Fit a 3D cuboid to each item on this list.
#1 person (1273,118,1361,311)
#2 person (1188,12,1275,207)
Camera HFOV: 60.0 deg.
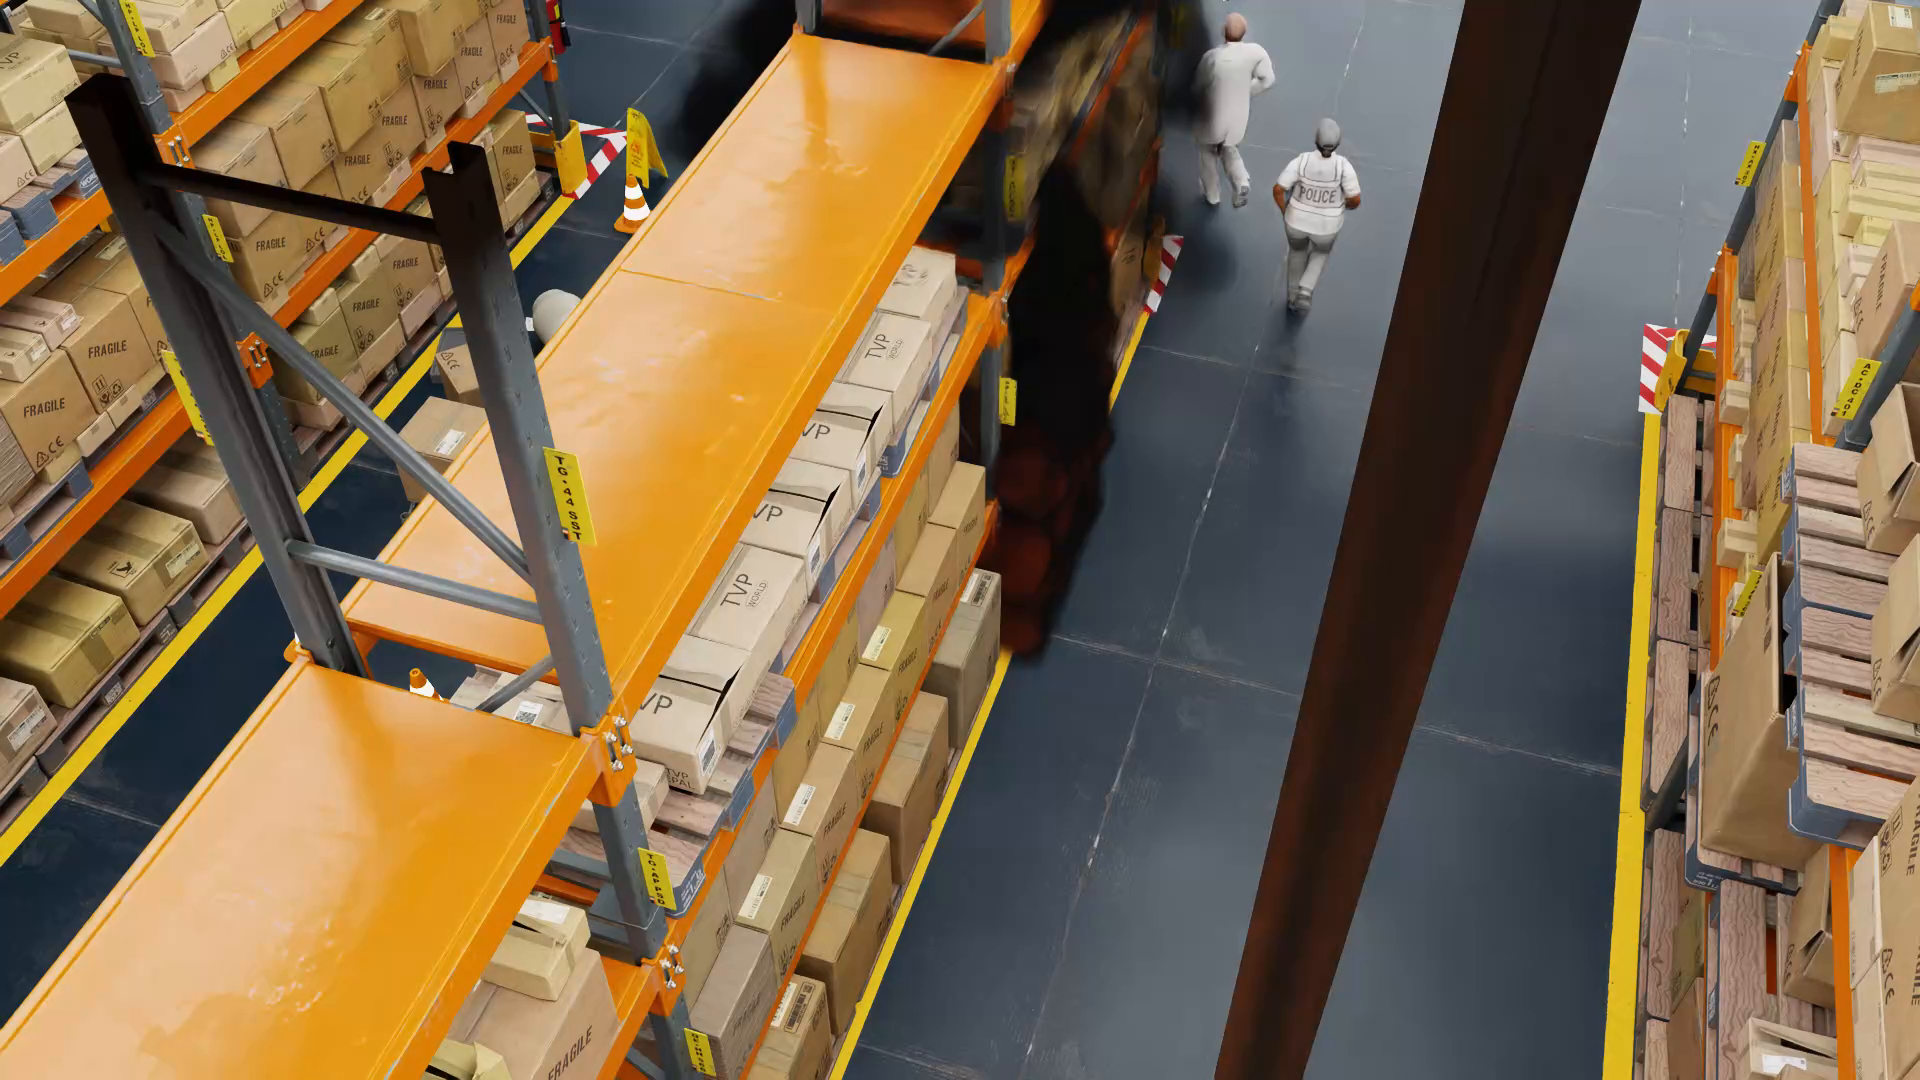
[{"bbox_3d":[2.625,-2.353,12.317,0.618,1.639,0.532,14,47,14],"label":"person"},{"bbox_3d":[2.102,-3.342,13.261,0.720,1.660,0.790,-10,46,-9],"label":"person"}]
